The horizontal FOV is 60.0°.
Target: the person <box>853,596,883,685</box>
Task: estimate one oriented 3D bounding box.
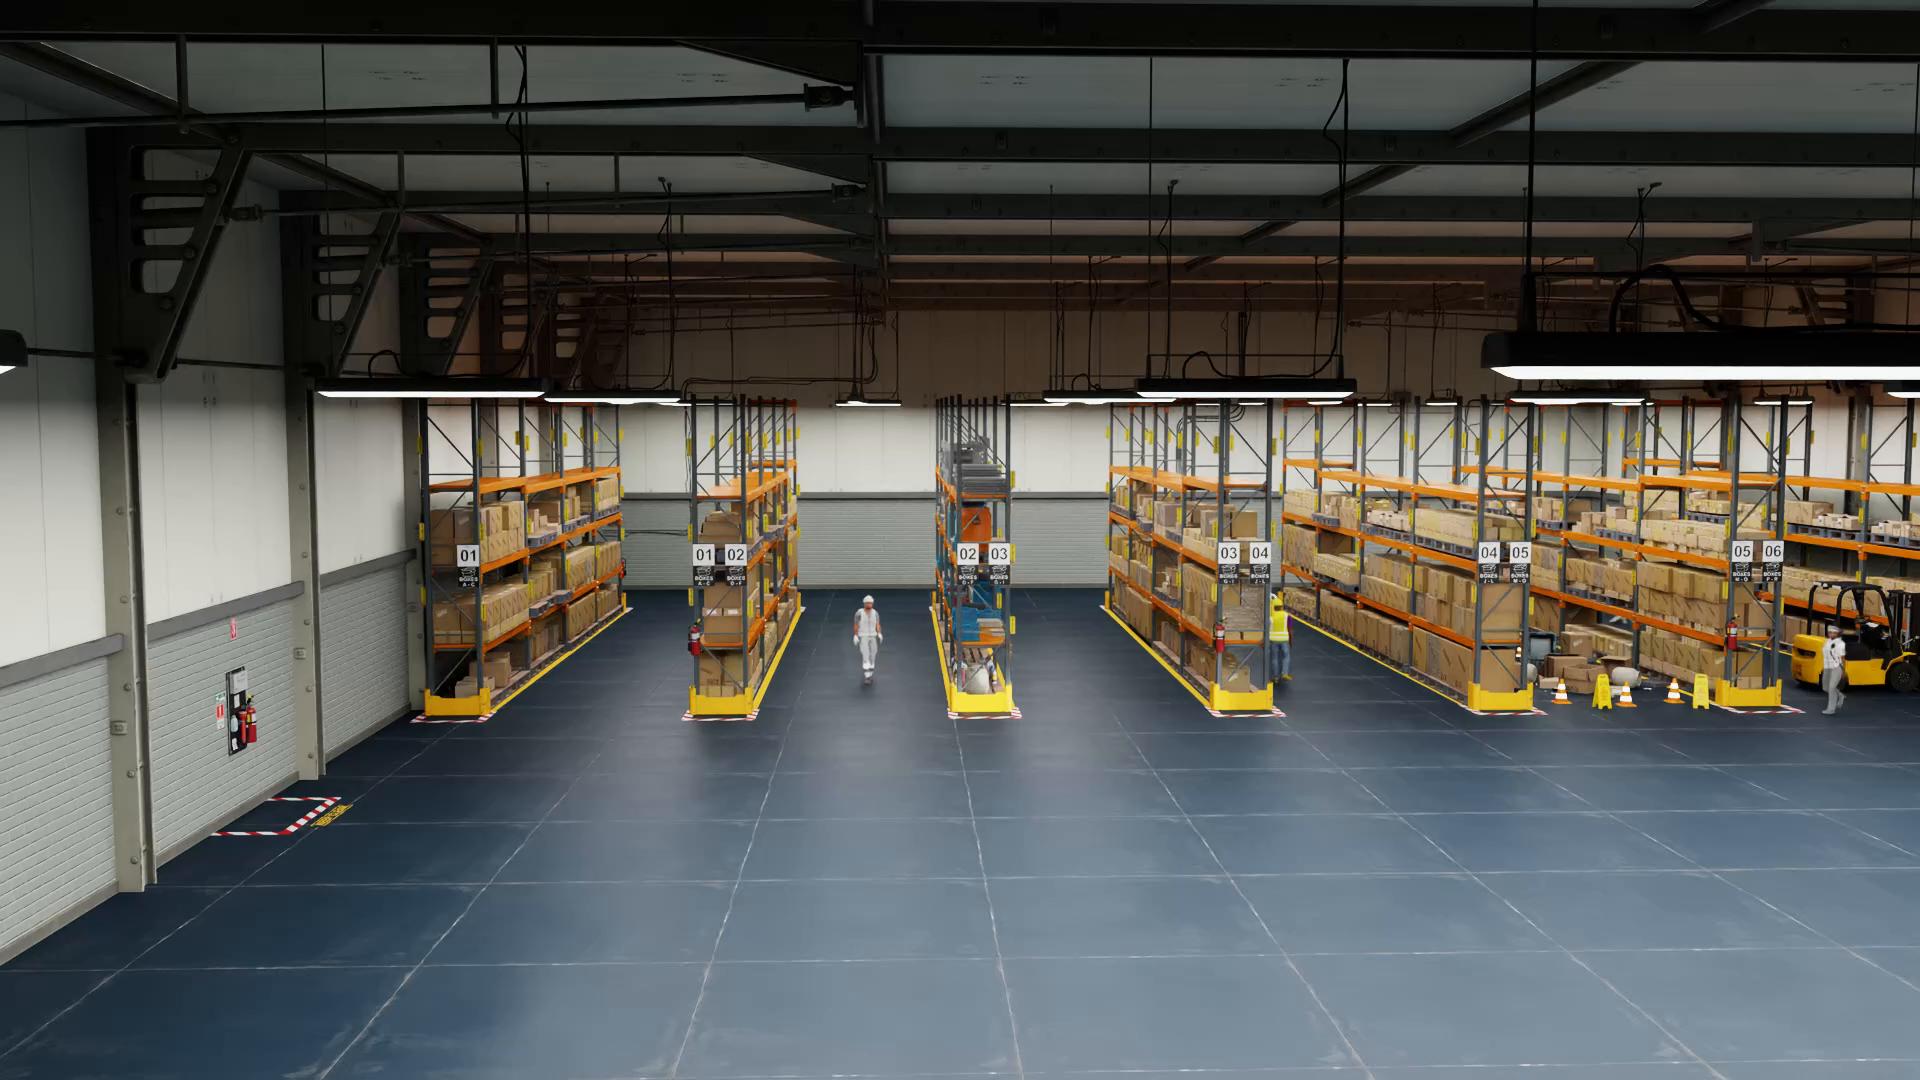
[{"bbox_3d":[-1.886,2.093,34.917,0.562,1.804,0.671,-2,5,-25],"label":"person"}]

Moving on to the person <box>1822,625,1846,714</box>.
[{"bbox_3d":[16.490,2.416,31.281,0.760,1.658,0.429,-2,5,-23],"label":"person"}]

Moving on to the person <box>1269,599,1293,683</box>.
[{"bbox_3d":[6.662,2.112,34.791,0.595,1.767,0.547,0,5,5],"label":"person"}]

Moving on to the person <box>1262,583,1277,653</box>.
[{"bbox_3d":[7.206,1.855,38.836,0.528,1.723,0.516,0,4,-1],"label":"person"}]

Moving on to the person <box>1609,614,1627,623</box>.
[{"bbox_3d":[17.608,1.356,44.399,0.595,1.723,0.535,-3,5,-31],"label":"person"}]
